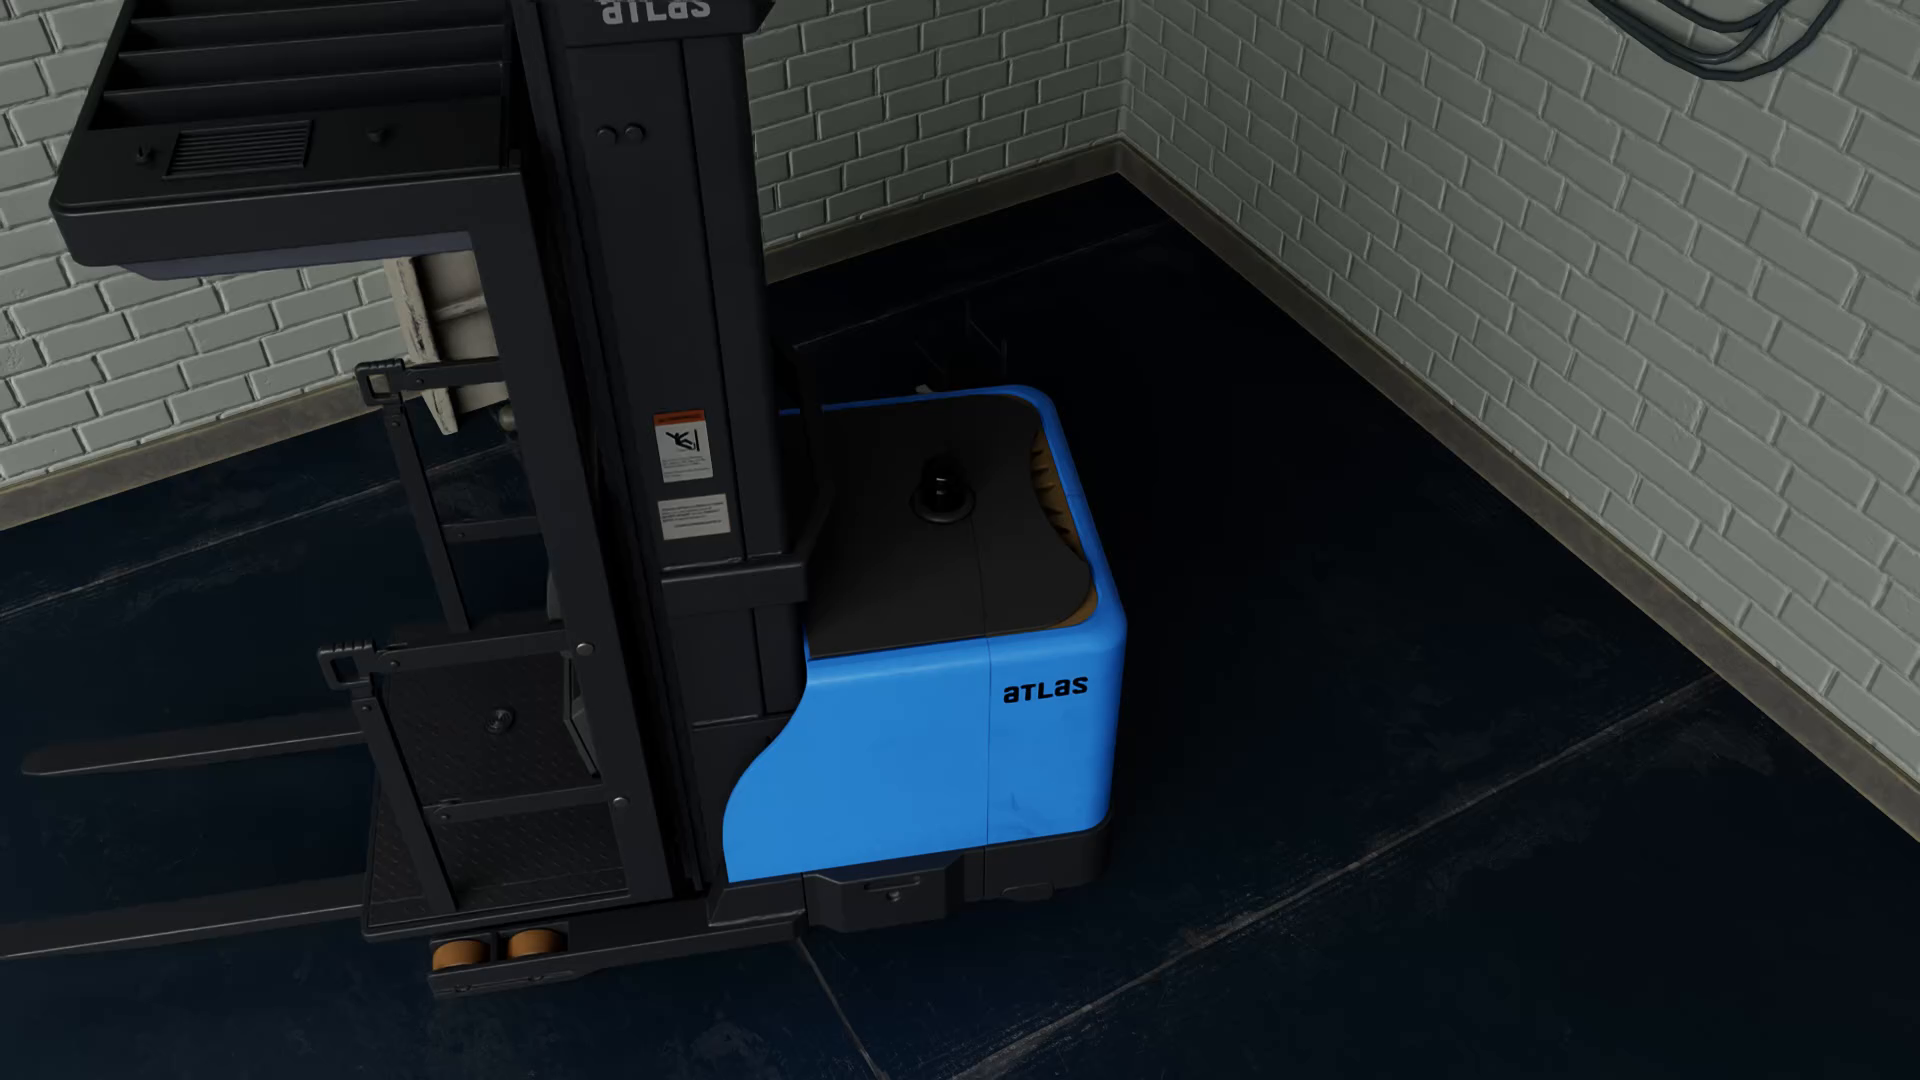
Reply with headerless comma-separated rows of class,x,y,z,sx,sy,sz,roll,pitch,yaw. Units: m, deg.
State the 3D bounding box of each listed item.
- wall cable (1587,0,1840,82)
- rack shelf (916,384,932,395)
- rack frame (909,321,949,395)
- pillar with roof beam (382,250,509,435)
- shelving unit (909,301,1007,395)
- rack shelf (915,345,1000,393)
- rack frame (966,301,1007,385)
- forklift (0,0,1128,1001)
wall cable,1.402,-2.886,4.492,0.112,2.526,3.097,-22,48,-21
rack shelf,-0.007,-0.425,5.332,0.200,0.077,0.258,-22,48,-21
rack frame,-0.095,-0.285,5.397,0.006,0.900,0.240,-22,48,-21
pillar with roof beam,0.333,-1.177,0.501,0.400,9.000,9.100,-22,48,-21
shelving unit,-0.007,-0.320,5.434,0.210,0.900,0.258,-22,48,-21
rack shelf,-0.007,-0.490,5.269,0.200,0.077,0.258,-22,48,-21
rack frame,0.081,-0.355,5.470,0.006,0.900,0.240,-22,48,-21
forklift,-1.143,-0.222,3.875,3.031,2.935,1.130,-7,45,-7
